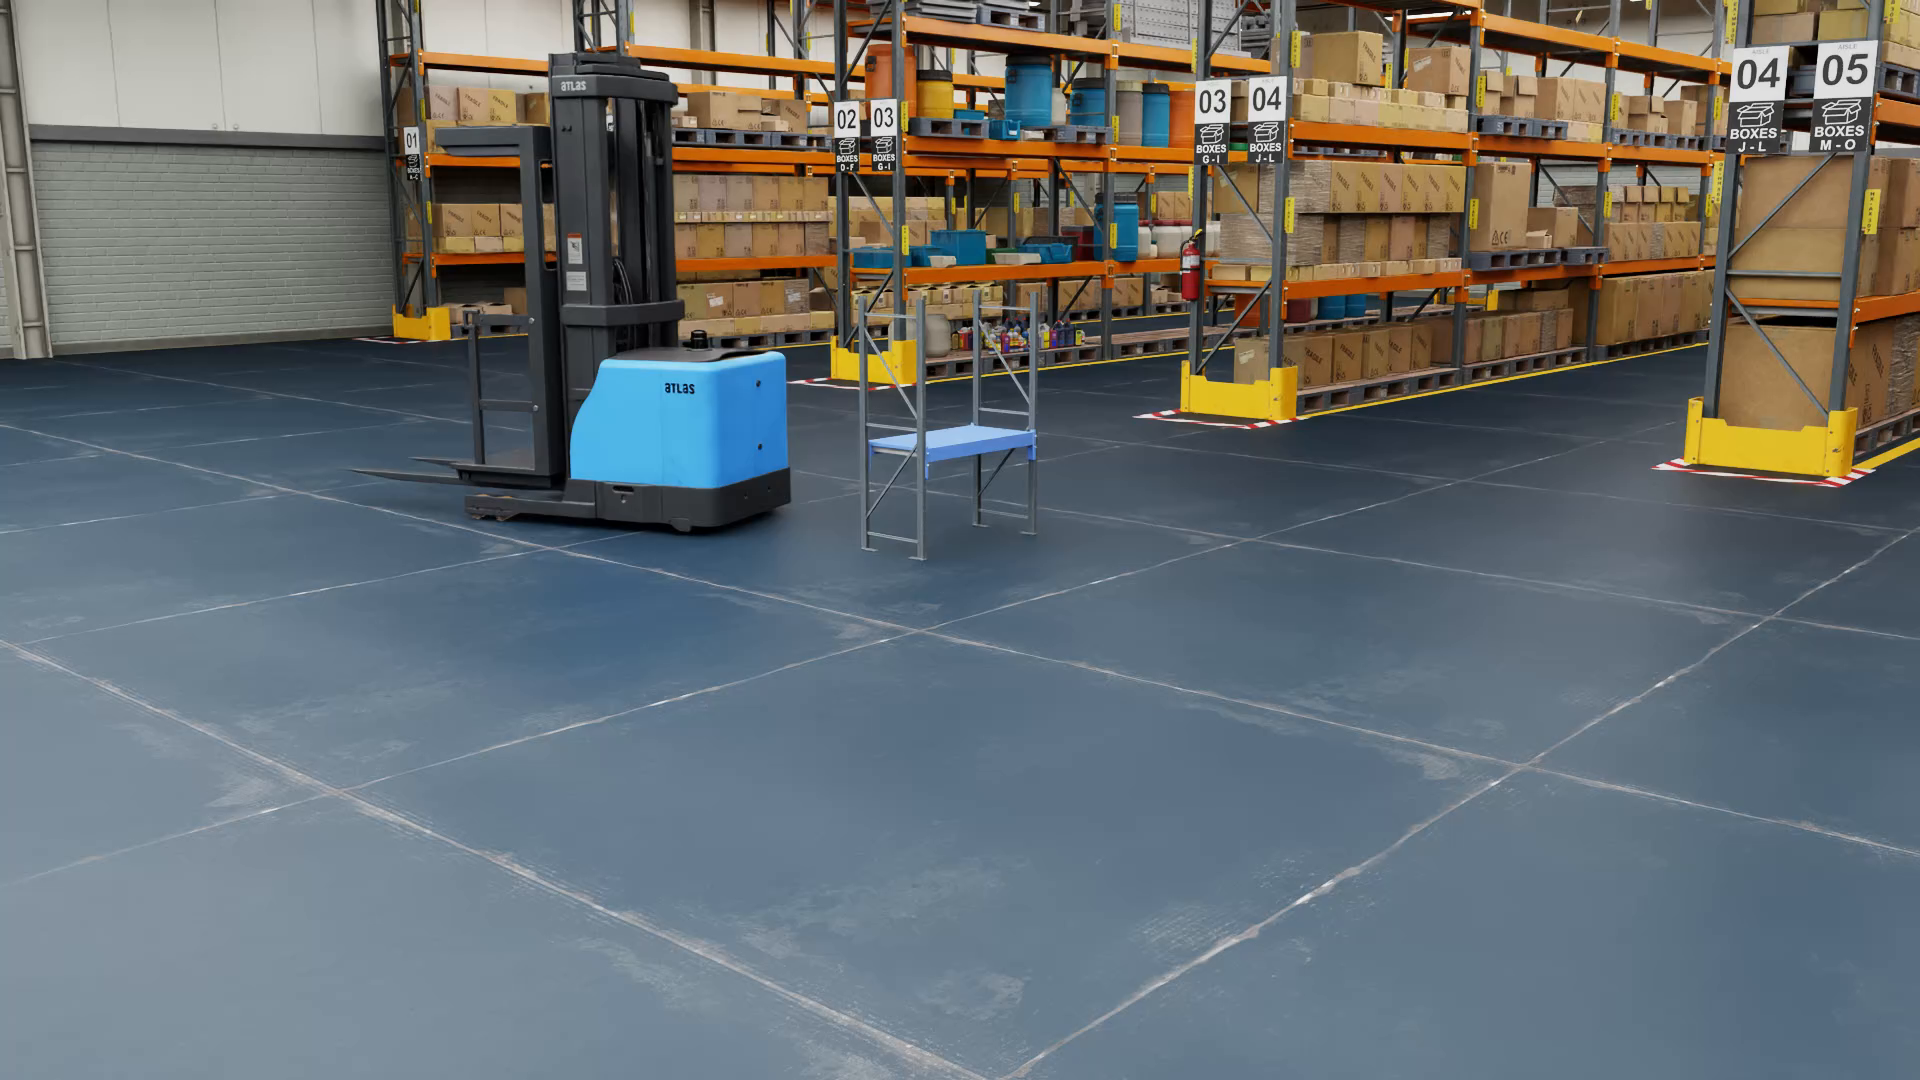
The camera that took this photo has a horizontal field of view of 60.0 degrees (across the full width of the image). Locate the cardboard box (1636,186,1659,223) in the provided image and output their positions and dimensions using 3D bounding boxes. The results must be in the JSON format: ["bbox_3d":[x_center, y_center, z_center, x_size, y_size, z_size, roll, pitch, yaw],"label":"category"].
[{"bbox_3d":[9.334,-4.721,23.371,0.797,0.503,0.637,10,15,42],"label":"cardboard box"}]

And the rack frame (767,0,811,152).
[{"bbox_3d":[-3.193,-8.742,31.006,1.000,3.000,0.127,10,15,40],"label":"rack frame"}]

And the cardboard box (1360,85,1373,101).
[{"bbox_3d":[3.928,-4.493,16.752,0.380,0.149,0.250,9,14,38],"label":"cardboard box"}]

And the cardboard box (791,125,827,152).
[{"bbox_3d":[-2.922,-7.613,31.634,0.700,0.500,0.500,8,14,36],"label":"cardboard box"}]

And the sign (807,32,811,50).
[{"bbox_3d":[-2.779,-9.170,30.563,0.100,0.325,0.005,10,15,40],"label":"sign"}]

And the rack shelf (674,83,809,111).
[{"bbox_3d":[-4.513,-7.899,29.642,1.077,0.370,4.000,10,15,40],"label":"rack shelf"}]

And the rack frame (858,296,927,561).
[{"bbox_3d":[-0.392,-0.648,9.627,0.500,1.500,0.032,10,15,40],"label":"rack frame"}]

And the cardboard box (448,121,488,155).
[{"bbox_3d":[-7.684,-6.244,25.852,0.500,0.500,0.500,-11,16,-44],"label":"cardboard box"}]

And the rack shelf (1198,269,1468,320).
[{"bbox_3d":[4.009,-2.644,17.625,1.077,0.370,4.000,10,15,40],"label":"rack shelf"}]

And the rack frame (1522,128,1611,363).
[{"bbox_3d":[7.969,-3.879,21.974,1.000,3.000,0.127,10,15,40],"label":"rack frame"}]

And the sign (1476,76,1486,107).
[{"bbox_3d":[5.741,-4.946,18.338,0.100,0.325,0.005,10,15,40],"label":"sign"}]

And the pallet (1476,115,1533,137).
[{"bbox_3d":[5.816,-4.746,19.138,1.213,0.211,1.003,10,15,40],"label":"pallet"}]

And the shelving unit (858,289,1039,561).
[{"bbox_3d":[-0.056,-0.723,10.001,0.538,1.500,1.048,10,15,40],"label":"shelving unit"}]

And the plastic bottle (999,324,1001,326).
[{"bbox_3d":[0.499,-2.703,21.897,0.061,0.283,0.133,11,15,43],"label":"plastic bottle"}]

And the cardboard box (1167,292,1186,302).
[{"bbox_3d":[4.174,-4.738,32.383,0.380,0.166,0.250,10,15,40],"label":"cardboard box"}]

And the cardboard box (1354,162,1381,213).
[{"bbox_3d":[3.920,-3.579,16.906,0.500,0.500,0.500,10,15,40],"label":"cardboard box"}]

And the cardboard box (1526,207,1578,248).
[{"bbox_3d":[7.349,-3.954,21.024,0.500,0.500,0.700,-9,15,-39],"label":"cardboard box"}]

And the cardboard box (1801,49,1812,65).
[{"bbox_3d":[6.479,-3.778,13.125,0.380,0.149,0.250,10,15,41],"label":"cardboard box"}]

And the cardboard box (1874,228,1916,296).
[{"bbox_3d":[7.369,-2.330,13.835,0.875,0.550,0.550,10,15,40],"label":"cardboard box"}]

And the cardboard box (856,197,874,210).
[{"bbox_3d":[-2.019,-6.559,32.414,0.500,0.250,0.500,10,15,41],"label":"cardboard box"}]

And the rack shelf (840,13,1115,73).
[{"bbox_3d":[0.288,-6.030,20.283,1.077,0.370,4.000,10,15,40],"label":"rack shelf"}]

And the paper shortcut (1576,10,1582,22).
[{"bbox_3d":[8.446,-7.151,22.686,0.009,0.170,0.078,23,-8,37],"label":"paper shortcut"}]

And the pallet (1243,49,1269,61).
[{"bbox_3d":[4.748,-7.275,25.162,1.213,0.211,1.003,10,15,40],"label":"pallet"}]

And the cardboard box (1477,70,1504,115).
[{"bbox_3d":[5.713,-5.074,18.965,0.797,0.503,0.637,9,14,38],"label":"cardboard box"}]

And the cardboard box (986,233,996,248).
[{"bbox_3d":[0.257,-5.069,28.159,0.500,0.311,0.500,11,16,44],"label":"cardboard box"}]

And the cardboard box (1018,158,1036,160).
[{"bbox_3d":[0.793,-6.749,28.429,0.910,0.500,0.500,10,15,40],"label":"cardboard box"}]

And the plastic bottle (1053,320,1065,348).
[{"bbox_3d":[1.273,-2.687,21.648,0.144,0.351,0.185,9,14,38],"label":"plastic bottle"}]

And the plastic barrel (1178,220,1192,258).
[{"bbox_3d":[3.174,-4.282,23.643,0.433,0.535,0.433,0,11,0],"label":"plastic barrel"}]

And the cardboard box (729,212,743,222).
[{"bbox_3d":[-3.314,-4.606,23.705,0.380,0.149,0.250,10,15,41],"label":"cardboard box"}]

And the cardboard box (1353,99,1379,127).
[{"bbox_3d":[3.866,-4.286,16.736,0.500,0.250,0.500,10,15,40],"label":"cardboard box"}]

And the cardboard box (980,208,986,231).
[{"bbox_3d":[0.304,-6.720,35.434,0.980,0.700,0.700,9,15,39],"label":"cardboard box"}]

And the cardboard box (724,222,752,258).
[{"bbox_3d":[-3.413,-4.328,23.965,0.700,0.500,0.500,10,15,42],"label":"cardboard box"}]

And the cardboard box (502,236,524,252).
[{"bbox_3d":[-7.241,-4.743,26.630,0.500,0.250,0.500,9,15,39],"label":"cardboard box"}]

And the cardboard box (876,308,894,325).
[{"bbox_3d":[-1.319,-3.532,26.184,0.500,0.250,0.500,10,15,42],"label":"cardboard box"}]

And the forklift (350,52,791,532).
[{"bbox_3d":[-2.696,-1.649,10.985,3.031,2.935,1.130,5,12,22],"label":"forklift"}]

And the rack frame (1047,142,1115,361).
[{"bbox_3d":[1.608,-3.931,22.234,1.000,3.000,0.127,10,15,40],"label":"rack frame"}]

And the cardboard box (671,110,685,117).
[{"bbox_3d":[-4.189,-5.859,23.182,0.500,0.250,0.500,10,15,40],"label":"cardboard box"}]

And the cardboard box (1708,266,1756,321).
[{"bbox_3d":[12.287,-3.982,26.841,0.875,0.875,0.875,10,15,40],"label":"cardboard box"}]

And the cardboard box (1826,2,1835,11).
[{"bbox_3d":[6.820,-4.246,13.429,0.380,0.149,0.250,10,15,41],"label":"cardboard box"}]

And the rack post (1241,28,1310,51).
[{"bbox_3d":[4.696,-7.536,25.161,0.954,0.300,0.937,10,15,40],"label":"rack post"}]

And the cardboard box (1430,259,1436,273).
[{"bbox_3d":[5.025,-3.033,18.380,0.380,0.149,0.250,10,15,40],"label":"cardboard box"}]

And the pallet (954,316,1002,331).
[{"bbox_3d":[-0.042,-3.677,28.082,1.003,0.211,1.213,10,15,40],"label":"pallet"}]

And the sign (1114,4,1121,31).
[{"bbox_3d":[2.014,-6.698,21.303,0.100,0.325,0.005,10,15,40],"label":"sign"}]

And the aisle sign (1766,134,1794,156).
[{"bbox_3d":[13.523,-6.303,27.471,0.394,0.787,0.004,10,15,40],"label":"aisle sign"}]

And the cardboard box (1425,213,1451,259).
[{"bbox_3d":[4.985,-3.427,18.697,0.875,0.500,0.500,10,15,40],"label":"cardboard box"}]

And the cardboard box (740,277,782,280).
[{"bbox_3d":[-2.976,-3.695,25.086,0.500,0.500,0.500,10,15,40],"label":"cardboard box"}]

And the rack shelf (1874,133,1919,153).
[{"bbox_3d":[10.308,-4.047,16.993,1.077,0.370,4.000,10,15,40],"label":"rack shelf"}]

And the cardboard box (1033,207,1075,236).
[{"bbox_3d":[1.609,-5.632,29.426,0.500,0.500,0.700,-9,14,-37],"label":"cardboard box"}]

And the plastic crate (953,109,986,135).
[{"bbox_3d":[0.000,-5.125,20.595,0.392,0.384,0.575,10,15,40],"label":"plastic crate"}]

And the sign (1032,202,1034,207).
[{"bbox_3d":[1.675,-7.513,37.758,0.100,0.325,0.005,10,15,40],"label":"sign"}]

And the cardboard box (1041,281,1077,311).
[{"bbox_3d":[1.722,-4.331,29.497,0.500,0.500,0.500,10,15,40],"label":"cardboard box"}]

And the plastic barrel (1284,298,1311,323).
[{"bbox_3d":[5.304,-3.783,26.579,0.600,0.588,0.708,10,15,40],"label":"plastic barrel"}]

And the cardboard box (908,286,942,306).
[{"bbox_3d":[-0.636,-3.959,26.893,0.500,0.311,0.500,10,15,42],"label":"cardboard box"}]

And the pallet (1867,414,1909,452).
[{"bbox_3d":[7.622,-0.985,14.603,1.003,0.211,1.213,10,15,40],"label":"pallet"}]

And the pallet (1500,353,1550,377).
[{"bbox_3d":[6.647,-2.218,20.778,1.003,0.211,1.213,10,15,40],"label":"pallet"}]
